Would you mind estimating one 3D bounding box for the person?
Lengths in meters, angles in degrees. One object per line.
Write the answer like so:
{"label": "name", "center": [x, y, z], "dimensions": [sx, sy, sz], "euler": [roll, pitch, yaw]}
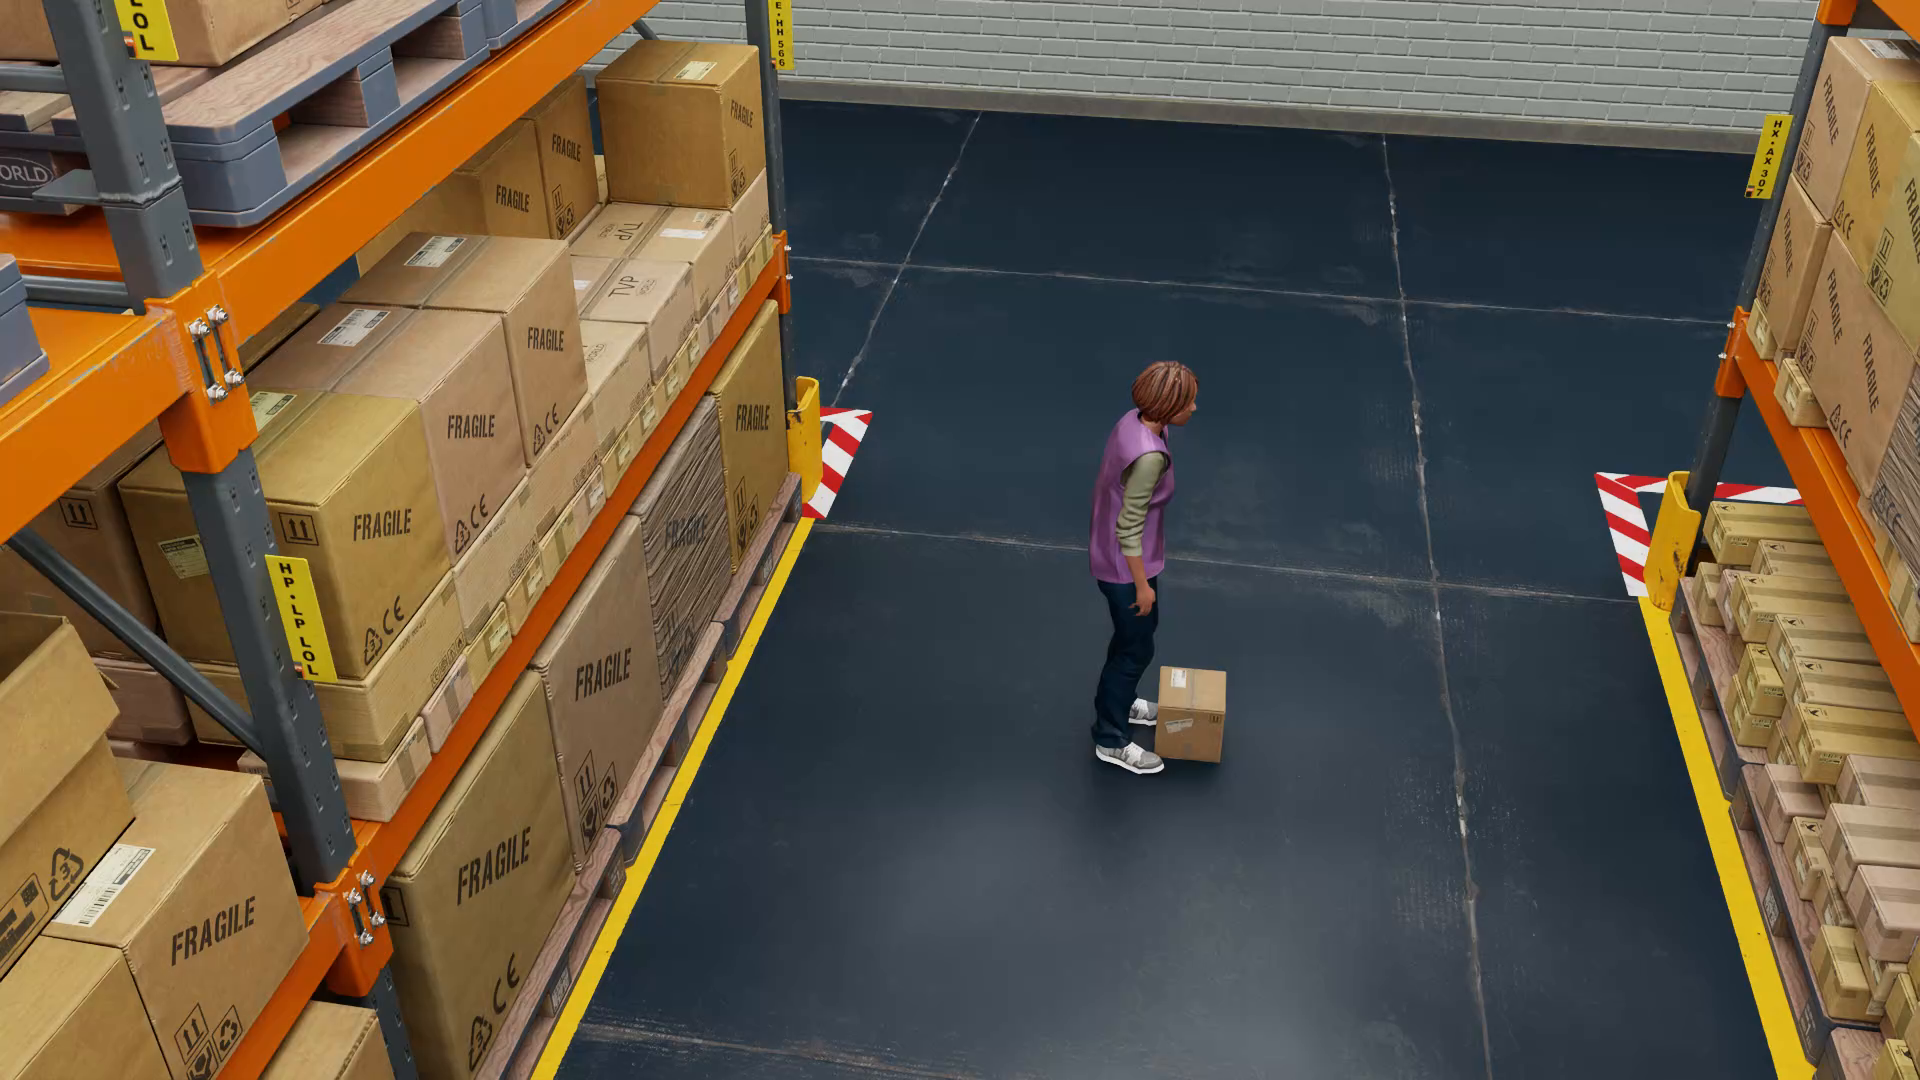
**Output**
{"label": "person", "center": [0.635, 0.087, 6.024], "dimensions": [0.347, 1.580, 0.483], "euler": [3, 33, 5]}
